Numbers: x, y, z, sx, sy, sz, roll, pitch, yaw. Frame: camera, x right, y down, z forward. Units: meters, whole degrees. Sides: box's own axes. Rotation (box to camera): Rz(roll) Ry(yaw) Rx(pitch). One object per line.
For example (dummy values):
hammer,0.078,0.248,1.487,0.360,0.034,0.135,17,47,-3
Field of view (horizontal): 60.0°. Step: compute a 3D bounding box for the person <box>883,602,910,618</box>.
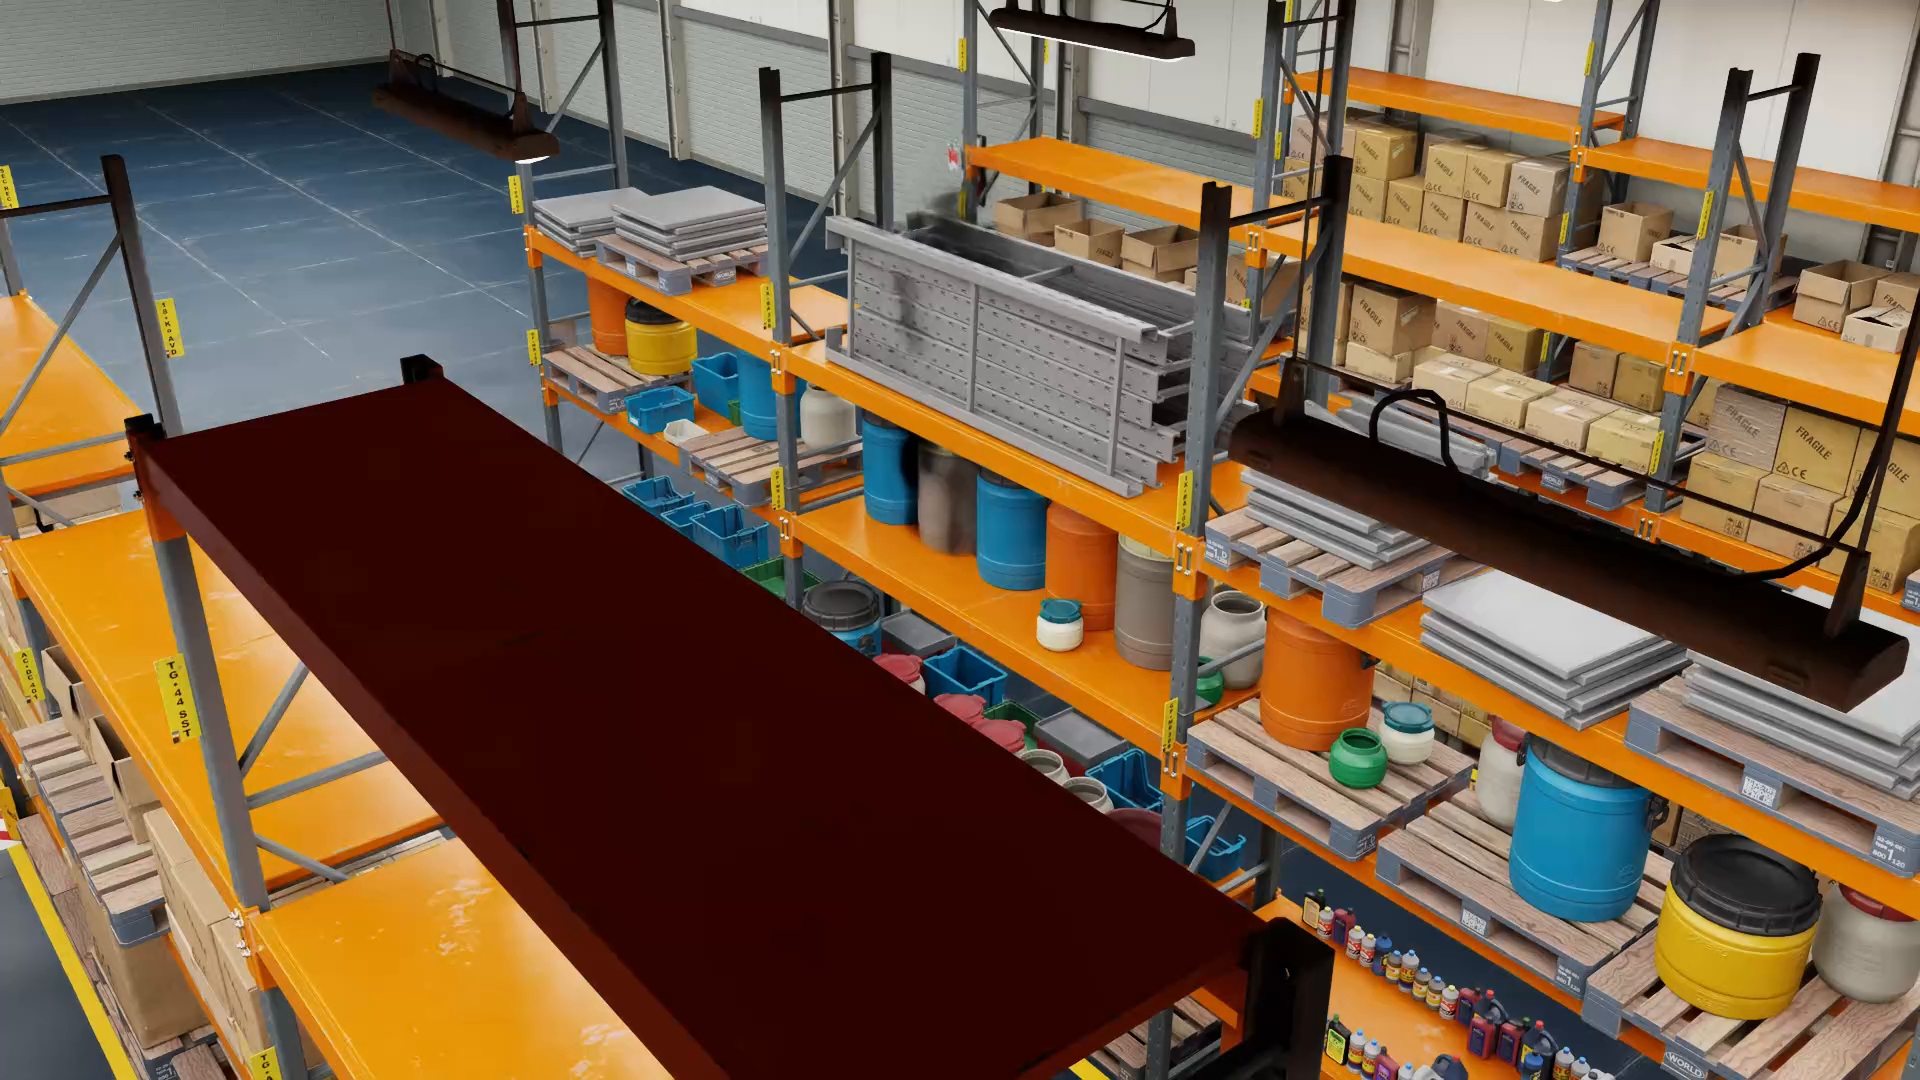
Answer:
person,-0.444,0.589,14.982,0.646,1.799,0.922,-21,33,-36
